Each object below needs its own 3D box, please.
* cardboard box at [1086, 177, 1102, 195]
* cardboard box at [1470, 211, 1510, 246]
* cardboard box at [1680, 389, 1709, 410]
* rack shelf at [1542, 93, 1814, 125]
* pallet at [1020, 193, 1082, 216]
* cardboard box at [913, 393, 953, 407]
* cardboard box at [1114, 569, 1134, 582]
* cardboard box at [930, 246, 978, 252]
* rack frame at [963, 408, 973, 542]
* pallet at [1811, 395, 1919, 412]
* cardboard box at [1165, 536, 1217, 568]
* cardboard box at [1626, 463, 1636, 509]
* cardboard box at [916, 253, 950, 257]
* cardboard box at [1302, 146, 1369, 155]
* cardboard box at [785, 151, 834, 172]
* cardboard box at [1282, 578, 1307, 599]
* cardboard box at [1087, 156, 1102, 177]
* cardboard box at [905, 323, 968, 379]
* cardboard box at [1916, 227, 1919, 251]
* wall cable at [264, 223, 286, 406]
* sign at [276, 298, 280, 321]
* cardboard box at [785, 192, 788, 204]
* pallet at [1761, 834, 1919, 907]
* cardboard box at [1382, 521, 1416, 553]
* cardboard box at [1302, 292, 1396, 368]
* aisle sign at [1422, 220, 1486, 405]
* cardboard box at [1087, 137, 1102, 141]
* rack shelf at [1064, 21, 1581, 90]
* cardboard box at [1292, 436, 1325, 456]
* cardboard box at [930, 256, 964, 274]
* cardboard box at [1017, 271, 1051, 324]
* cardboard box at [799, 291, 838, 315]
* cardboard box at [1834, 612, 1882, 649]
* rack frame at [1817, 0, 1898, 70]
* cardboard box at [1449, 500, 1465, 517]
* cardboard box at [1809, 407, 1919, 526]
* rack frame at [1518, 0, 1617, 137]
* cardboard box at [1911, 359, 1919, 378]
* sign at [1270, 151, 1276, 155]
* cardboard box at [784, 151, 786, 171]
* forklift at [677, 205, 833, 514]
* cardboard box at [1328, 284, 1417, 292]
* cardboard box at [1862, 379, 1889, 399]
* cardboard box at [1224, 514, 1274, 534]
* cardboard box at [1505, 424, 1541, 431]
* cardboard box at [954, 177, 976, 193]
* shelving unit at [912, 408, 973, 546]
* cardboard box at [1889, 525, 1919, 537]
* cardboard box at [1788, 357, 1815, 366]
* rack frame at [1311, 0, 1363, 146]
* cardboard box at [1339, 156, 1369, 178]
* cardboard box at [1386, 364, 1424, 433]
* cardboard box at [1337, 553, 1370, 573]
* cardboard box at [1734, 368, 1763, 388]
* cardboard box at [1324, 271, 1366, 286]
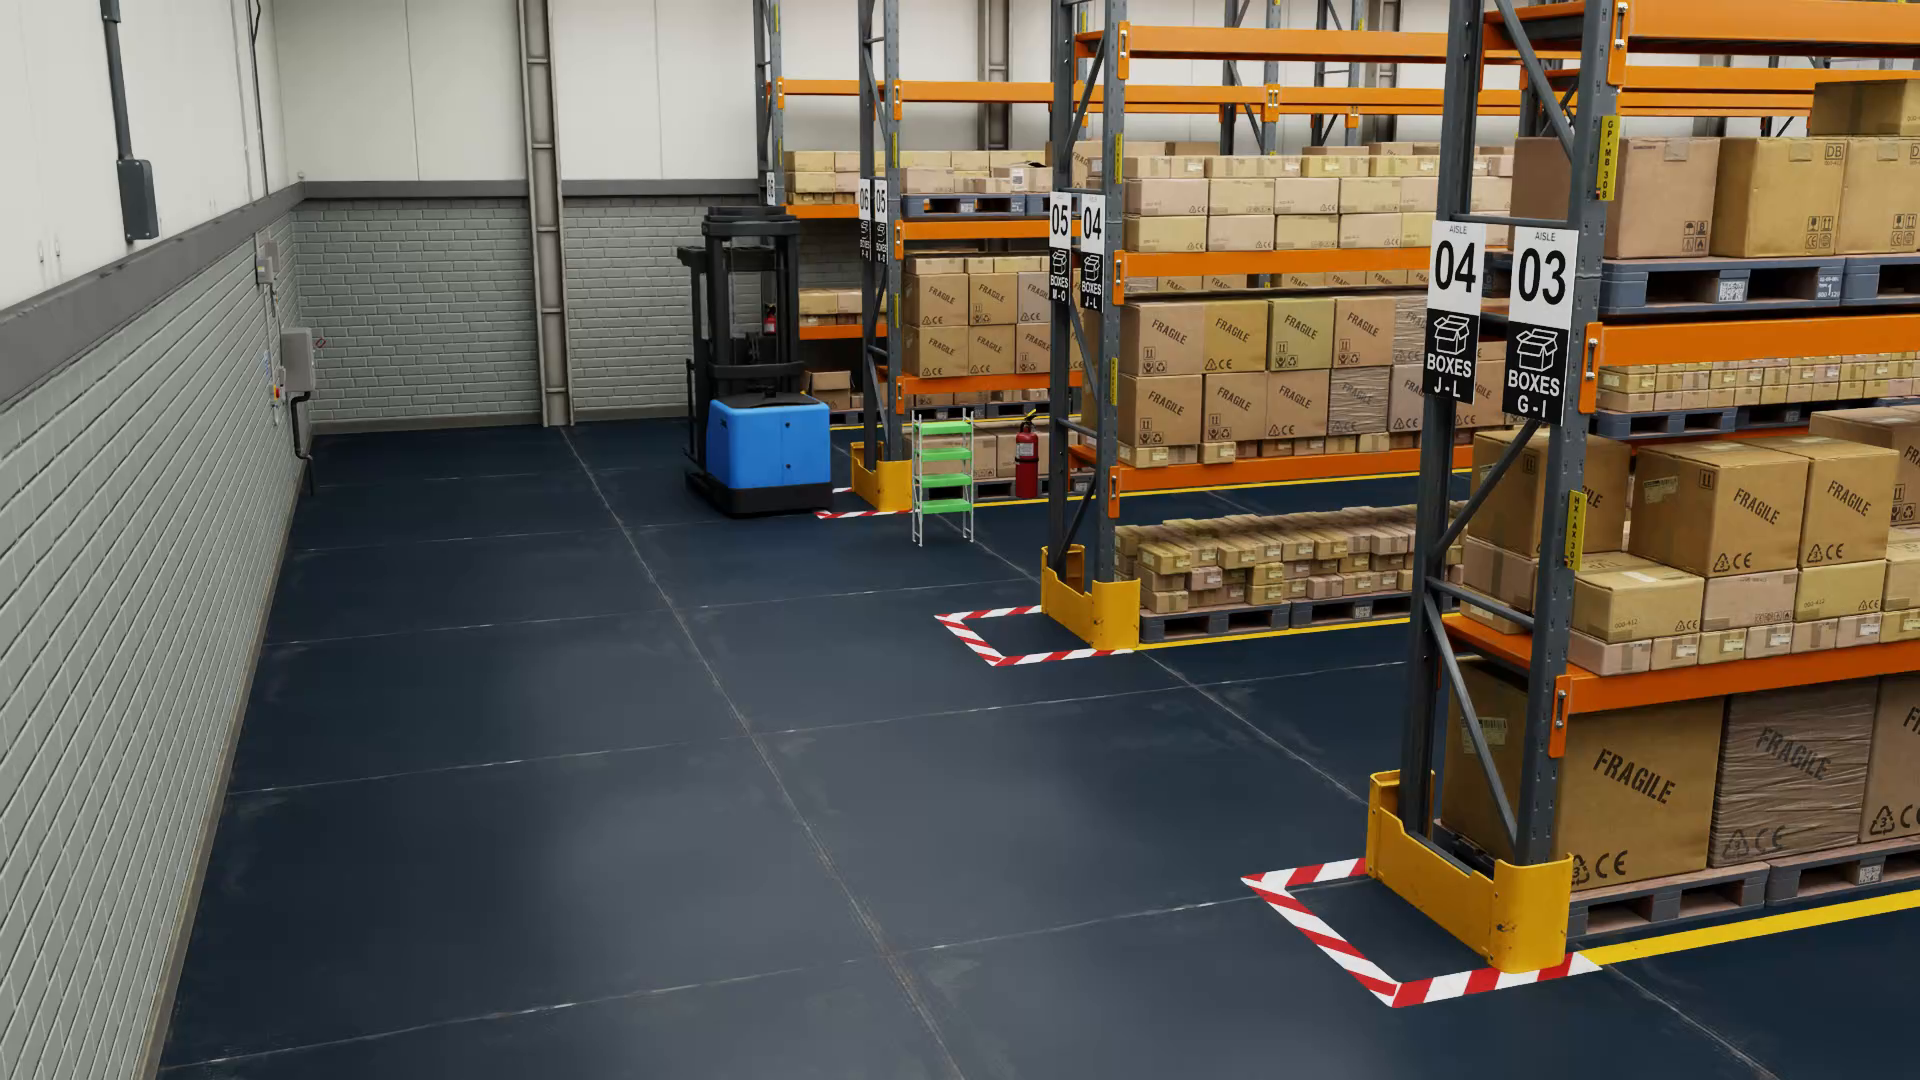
[{"bbox_3d":[1.245,-2.515,12.102,0.500,0.250,0.500,-5,14,-20],"label":"cardboard box"},{"bbox_3d":[3.825,-2.347,12.478,0.500,0.250,0.500,-4,14,-18],"label":"cardboard box"},{"bbox_3d":[5.700,-1.140,13.197,0.250,0.149,0.380,-4,14,-18],"label":"cardboard box"},{"bbox_3d":[8.693,-4.986,19.183,4.000,0.370,1.077,-4,14,-18],"label":"rack shelf"},{"bbox_3d":[1.073,-3.438,16.930,1.213,0.211,1.003,-4,14,-18],"label":"pallet"},{"bbox_3d":[-0.406,-2.046,21.865,0.500,0.500,0.500,-4,14,-17],"label":"cardboard box"},{"bbox_3d":[1.322,0.303,12.749,0.250,0.149,0.380,-4,14,-17],"label":"cardboard box"},{"bbox_3d":[-0.077,-3.642,22.141,0.500,0.500,0.500,-5,14,-20],"label":"cardboard box"},{"bbox_3d":[0.074,-0.590,15.136,0.015,1.200,0.240,-4,14,-18],"label":"rack frame"},{"bbox_3d":[7.830,-1.217,14.297,1.003,0.211,1.213,-4,14,-18],"label":"pallet"},{"bbox_3d":[1.717,0.087,12.370,0.250,0.149,0.380,-4,14,-17],"label":"cardboard box"},{"bbox_3d":[5.465,-0.440,13.493,0.500,0.250,0.500,-5,14,-21],"label":"cardboard box"},{"bbox_3d":[-0.276,-2.819,16.840,0.250,0.149,0.380,-4,14,-17],"label":"cardboard box"},{"bbox_3d":[3.934,-3.883,17.485,0.500,0.500,0.500,-5,14,-19],"label":"cardboard box"},{"bbox_3d":[-1.871,-4.714,20.705,0.500,0.250,0.500,-5,14,-19],"label":"cardboard box"},{"bbox_3d":[2.432,0.327,12.646,0.250,0.149,0.380,-4,14,-18],"label":"cardboard box"},{"bbox_3d":[1.111,-2.708,12.053,0.250,0.149,0.380,-5,14,-19],"label":"cardboard box"},{"bbox_3d":[-0.239,-1.895,16.518,0.500,0.500,0.500,-5,14,-19],"label":"cardboard box"},{"bbox_3d":[4.392,-1.639,7.837,0.500,0.500,0.700,-4,14,-16],"label":"cardboard box"},{"bbox_3d":[-6.585,-2.257,16.060,0.122,1.984,0.588,-4,14,-18],"label":"wall cable"},{"bbox_3d":[-6.832,-2.298,16.645,0.001,0.242,0.339,-4,14,-18],"label":"sign"},{"bbox_3d":[-2.142,-4.373,21.215,0.250,0.149,0.380,-4,14,-17],"label":"cardboard box"},{"bbox_3d":[4.263,1.491,8.525,1.213,0.211,1.003,-4,14,-18],"label":"pallet"},{"bbox_3d":[3.465,-0.024,12.838,0.250,0.149,0.380,-5,14,-21],"label":"cardboard box"},{"bbox_3d":[2.858,-1.561,12.310,0.500,0.500,0.500,-5,14,-20],"label":"cardboard box"},{"bbox_3d":[2.212,-1.025,7.461,0.004,0.787,0.394,-4,14,-18],"label":"aisle sign"},{"bbox_3d":[1.816,-5.139,21.773,0.258,0.266,0.396,-5,14,-19],"label":"cardboard box"},{"bbox_3d":[2.785,-3.510,12.122,4.000,0.370,1.077,-4,14,-18],"label":"rack shelf"},{"bbox_3d":[2.511,-0.737,12.410,0.250,0.149,0.380,-5,14,-19],"label":"cardboard box"},{"bbox_3d":[-0.135,-2.725,16.444,0.250,0.149,0.380,-4,14,-17],"label":"cardboard box"},{"bbox_3d":[0.734,-2.461,16.738,0.500,0.500,0.500,-5,14,-18],"label":"cardboard box"},{"bbox_3d":[-1.856,-3.008,21.096,0.500,0.250,0.500,-4,14,-18],"label":"cardboard box"},{"bbox_3d":[4.035,0.373,7.744,0.250,0.149,0.380,-5,14,-19],"label":"cardboard box"},{"bbox_3d":[10.588,-5.678,19.674,0.127,3.000,1.000,-4,14,-18],"label":"rack frame"},{"bbox_3d":[4.008,-0.210,13.619,0.250,0.149,0.380,-4,14,-15],"label":"cardboard box"},{"bbox_3d":[4.670,-0.379,8.420,0.500,0.500,0.500,-5,14,-20],"label":"cardboard box"},{"bbox_3d":[4.681,-4.009,12.659,0.127,3.000,1.000,-4,14,-18],"label":"rack frame"},{"bbox_3d":[7.896,-1.456,13.883,0.250,0.149,0.380,-4,14,-16],"label":"cardboard box"},{"bbox_3d":[3.185,-3.797,16.959,0.005,0.325,0.100,-4,14,-18],"label":"sign"},{"bbox_3d":[-2.039,-4.830,21.194,0.500,0.250,0.500,-5,14,-20],"label":"cardboard box"},{"bbox_3d":[-2.265,-1.973,17.209,1.130,2.935,3.031,-5,14,-21],"label":"forklift"},{"bbox_3d":[3.201,-1.719,12.974,0.500,0.500,0.500,-4,14,-17],"label":"cardboard box"},{"bbox_3d":[7.434,-1.276,13.768,0.250,0.149,0.380,-5,14,-19],"label":"cardboard box"},{"bbox_3d":[2.274,-0.087,13.102,0.250,0.149,0.380,-4,14,-16],"label":"cardboard box"},{"bbox_3d":[4.275,-0.853,12.897,0.250,0.149,0.380,-5,14,-20],"label":"cardboard box"},{"bbox_3d":[-0.015,-3.565,16.693,0.250,0.149,0.380,-6,14,-22],"label":"cardboard box"},{"bbox_3d":[-0.157,-0.571,15.060,0.503,1.200,0.258,-4,14,-18],"label":"shelving unit"},{"bbox_3d":[4.859,0.099,8.031,0.500,0.250,0.500,-4,14,-17],"label":"cardboard box"},{"bbox_3d":[6.680,-1.507,13.452,0.250,0.149,0.380,-4,14,-16],"label":"cardboard box"},{"bbox_3d":[5.211,-6.471,23.009,0.127,3.000,1.000,-4,14,-18],"label":"rack frame"},{"bbox_3d":[2.751,-2.701,12.024,0.250,0.149,0.380,-4,14,-16],"label":"cardboard box"},{"bbox_3d":[3.348,-1.112,12.584,0.500,0.500,0.500,-5,14,-18],"label":"cardboard box"},{"bbox_3d":[2.951,0.132,12.822,0.250,0.149,0.380,-4,14,-15],"label":"cardboard box"},{"bbox_3d":[6.191,-1.324,13.327,0.250,0.149,0.380,-4,14,-16],"label":"cardboard box"},{"bbox_3d":[3.988,-2.717,17.814,0.500,0.500,0.500,-5,14,-18],"label":"cardboard box"}]
